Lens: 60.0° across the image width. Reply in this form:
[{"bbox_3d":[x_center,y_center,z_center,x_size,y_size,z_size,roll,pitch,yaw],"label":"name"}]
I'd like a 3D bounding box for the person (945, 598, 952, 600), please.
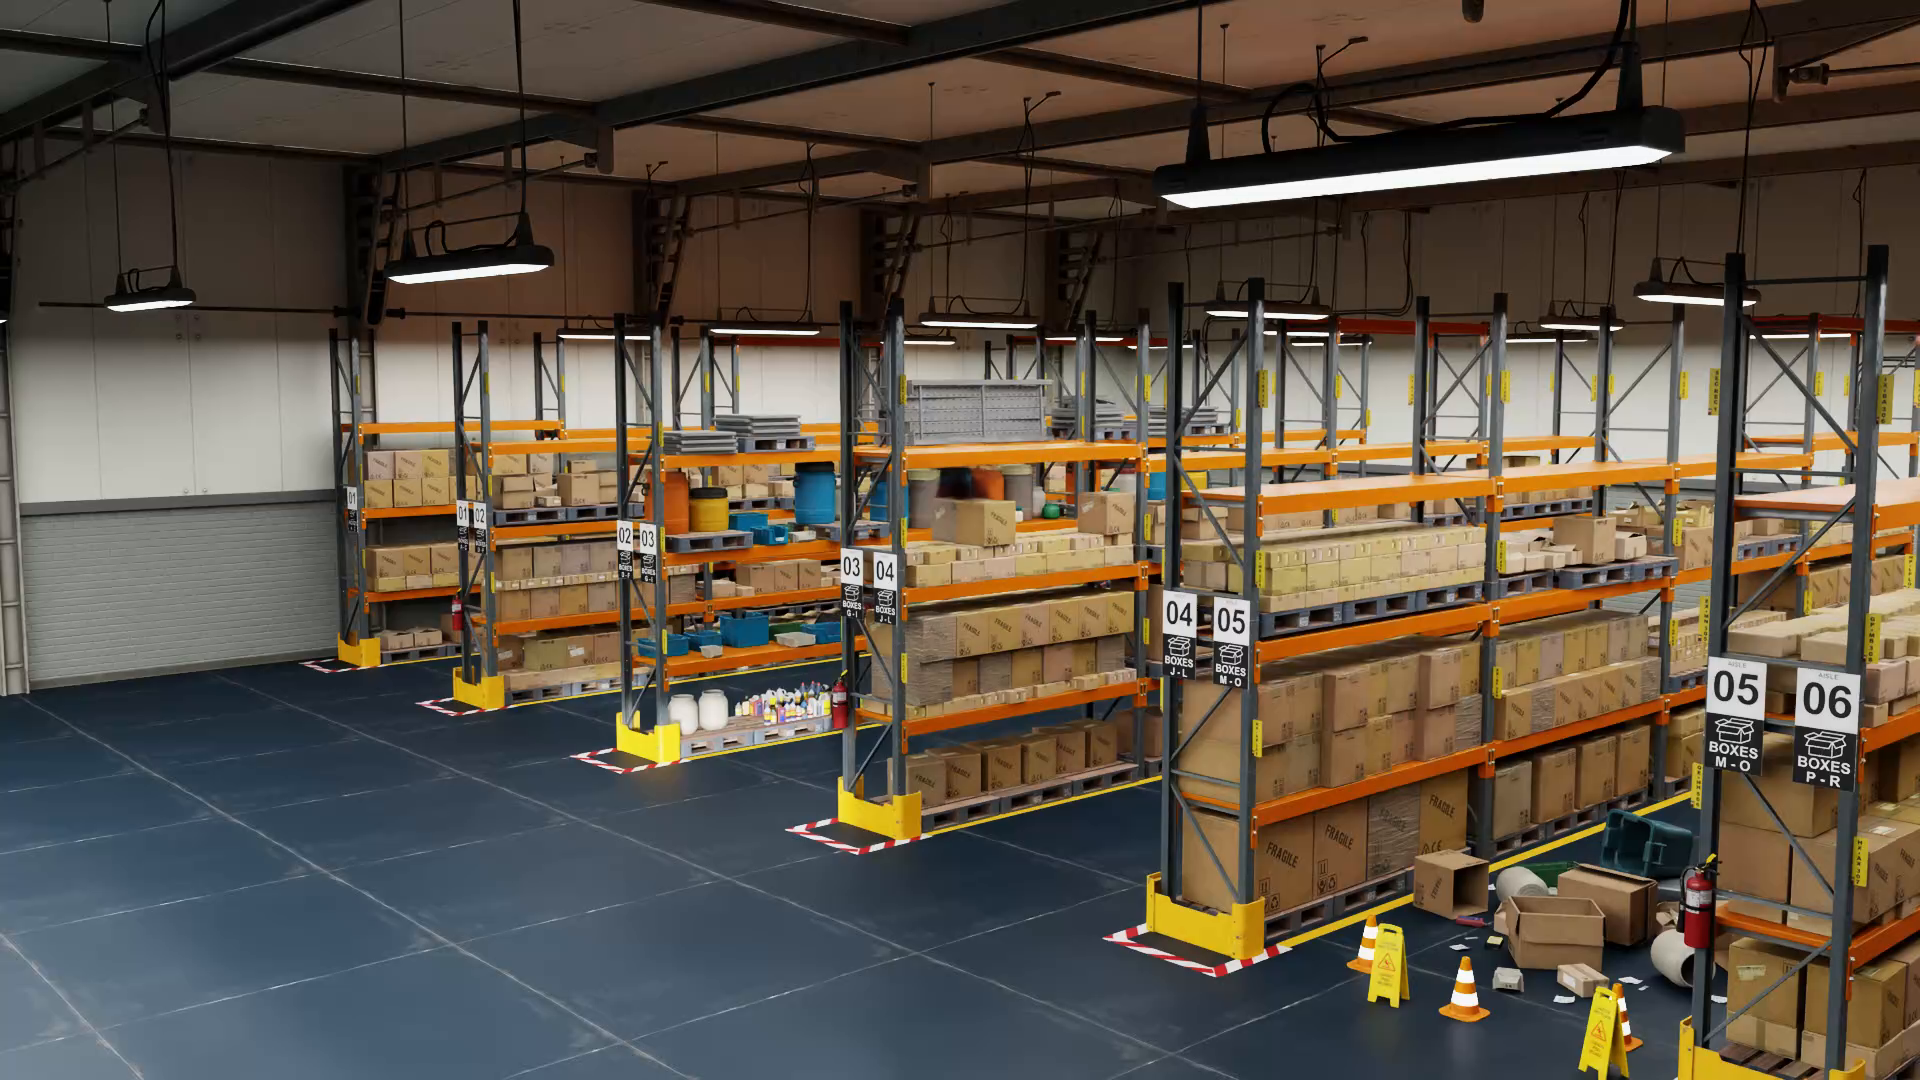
[{"bbox_3d":[-0.084,1.255,30.967,0.982,1.754,0.703,-5,7,-41],"label":"person"}]
